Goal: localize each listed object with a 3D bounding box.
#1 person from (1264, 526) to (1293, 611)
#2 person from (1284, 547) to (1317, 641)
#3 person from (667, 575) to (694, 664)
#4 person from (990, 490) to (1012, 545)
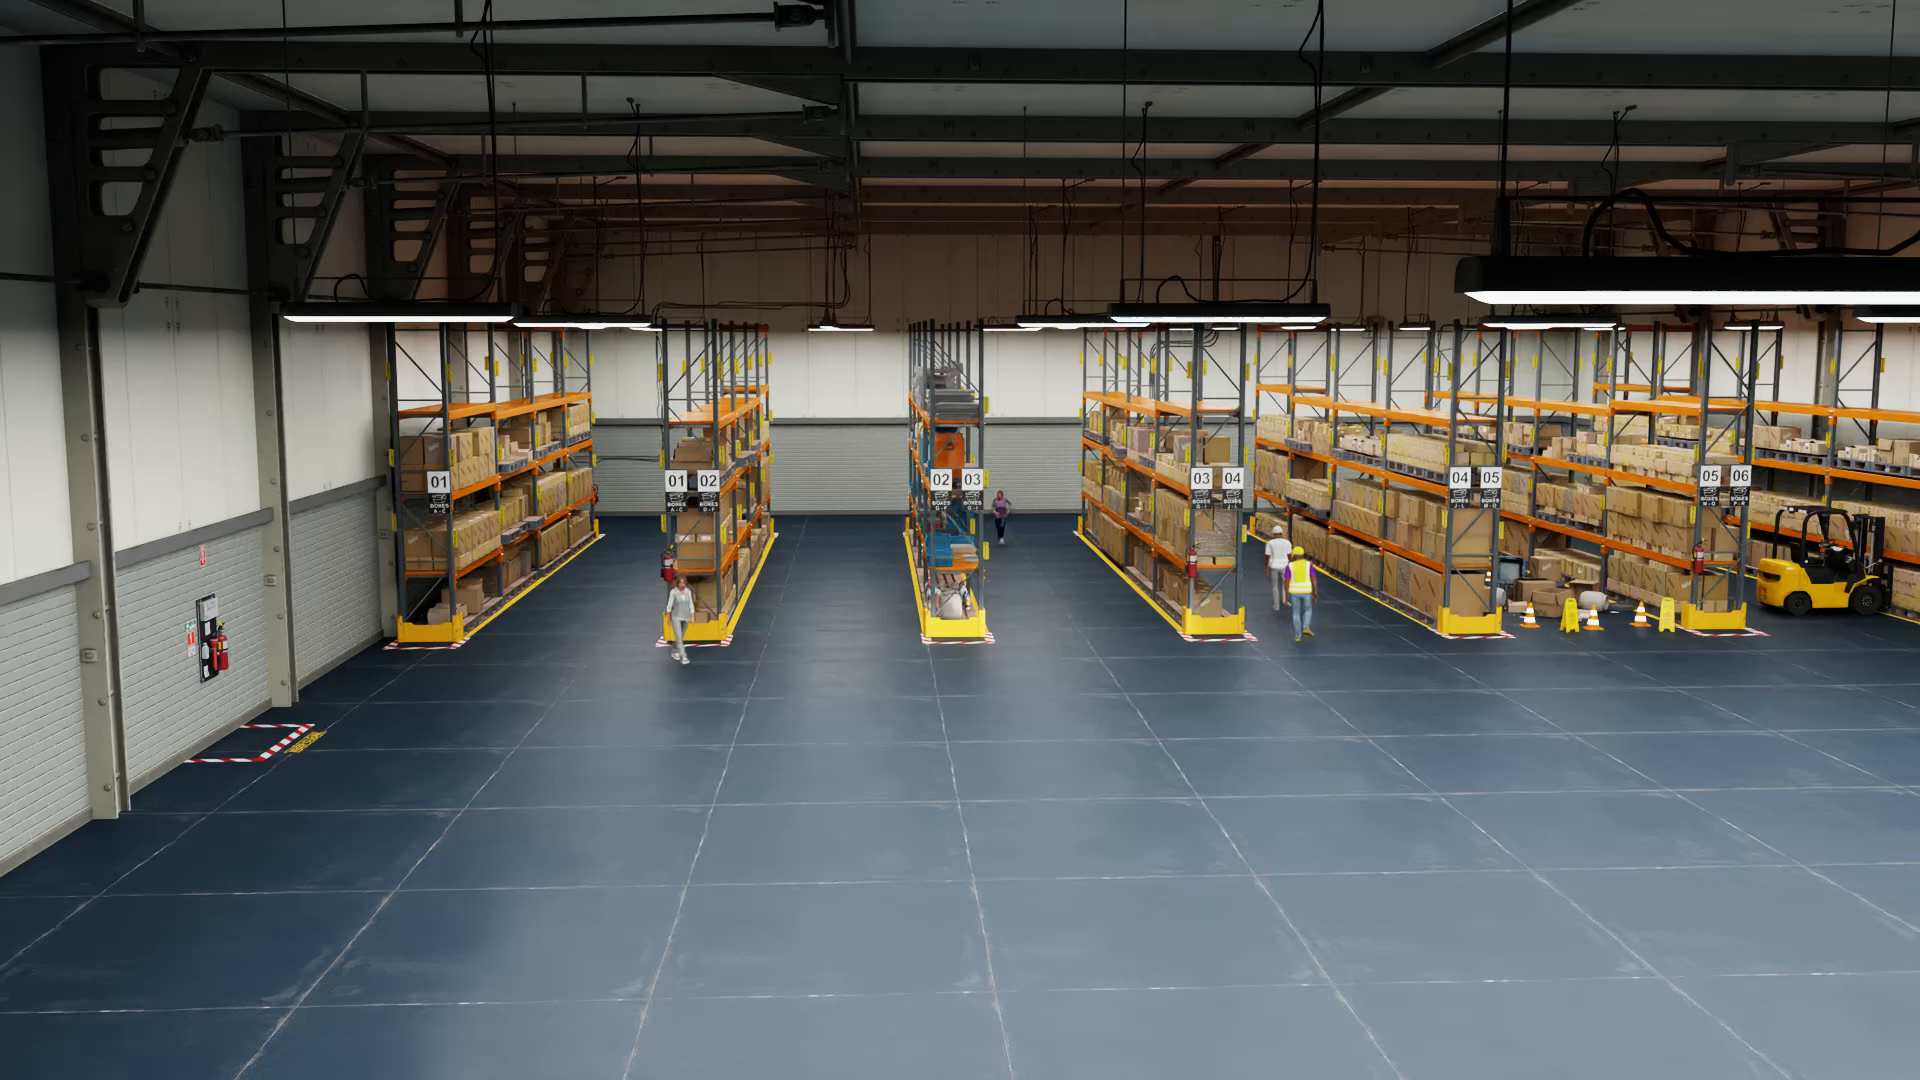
[{"bbox_3d":[6.618,0.590,34.547,0.597,1.766,0.518,0,7,1],"label":"person"},{"bbox_3d":[6.377,1.002,31.141,0.621,1.751,0.476,1,7,10],"label":"person"},{"bbox_3d":[-4.831,1.430,28.889,0.436,1.425,1.003,-6,9,-39],"label":"person"},{"bbox_3d":[1.120,-0.571,45.203,0.559,1.404,0.791,1,7,7],"label":"person"}]
